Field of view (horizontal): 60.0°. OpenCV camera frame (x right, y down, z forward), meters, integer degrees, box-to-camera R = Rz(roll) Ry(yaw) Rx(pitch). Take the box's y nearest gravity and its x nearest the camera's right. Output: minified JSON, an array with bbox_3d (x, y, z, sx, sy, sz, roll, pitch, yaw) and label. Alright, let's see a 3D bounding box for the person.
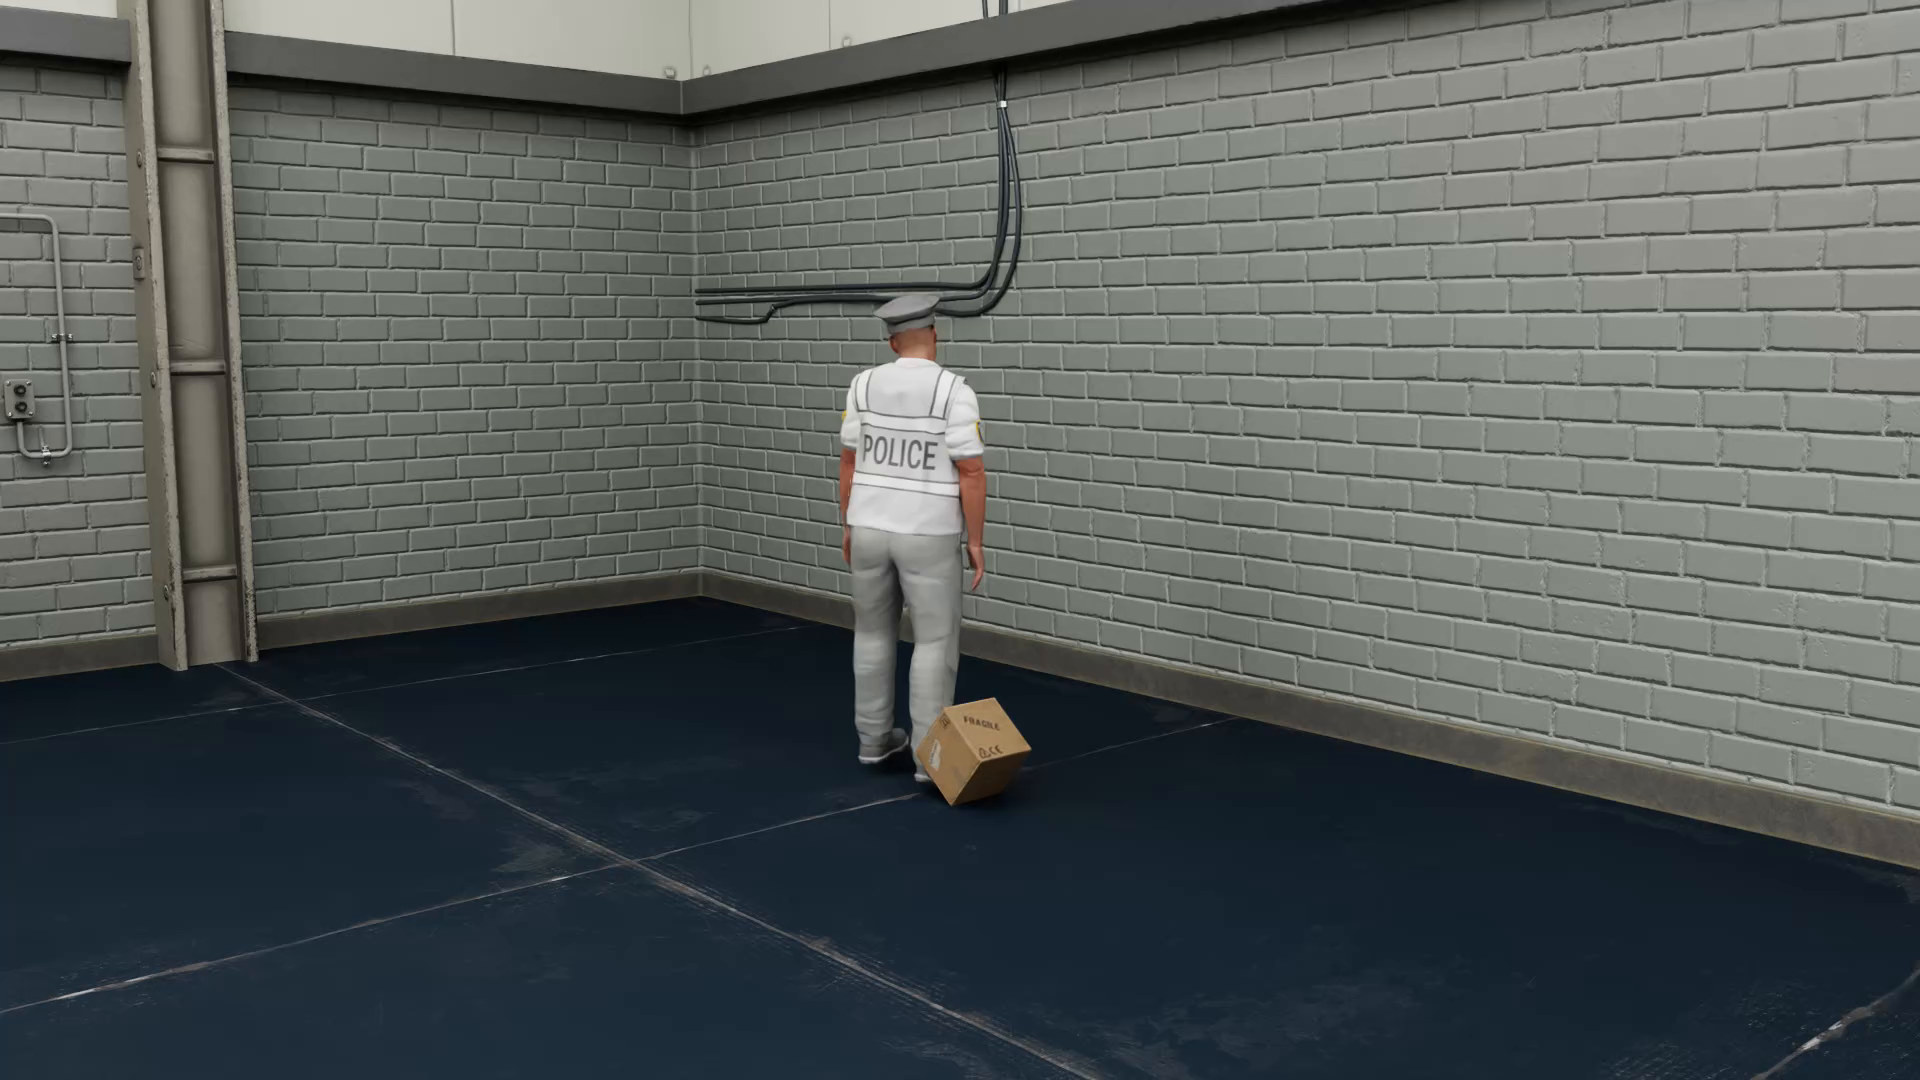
[{"bbox_3d":[-0.163,-0.013,6.123,0.619,1.768,0.482,3,8,23],"label":"person"}]
